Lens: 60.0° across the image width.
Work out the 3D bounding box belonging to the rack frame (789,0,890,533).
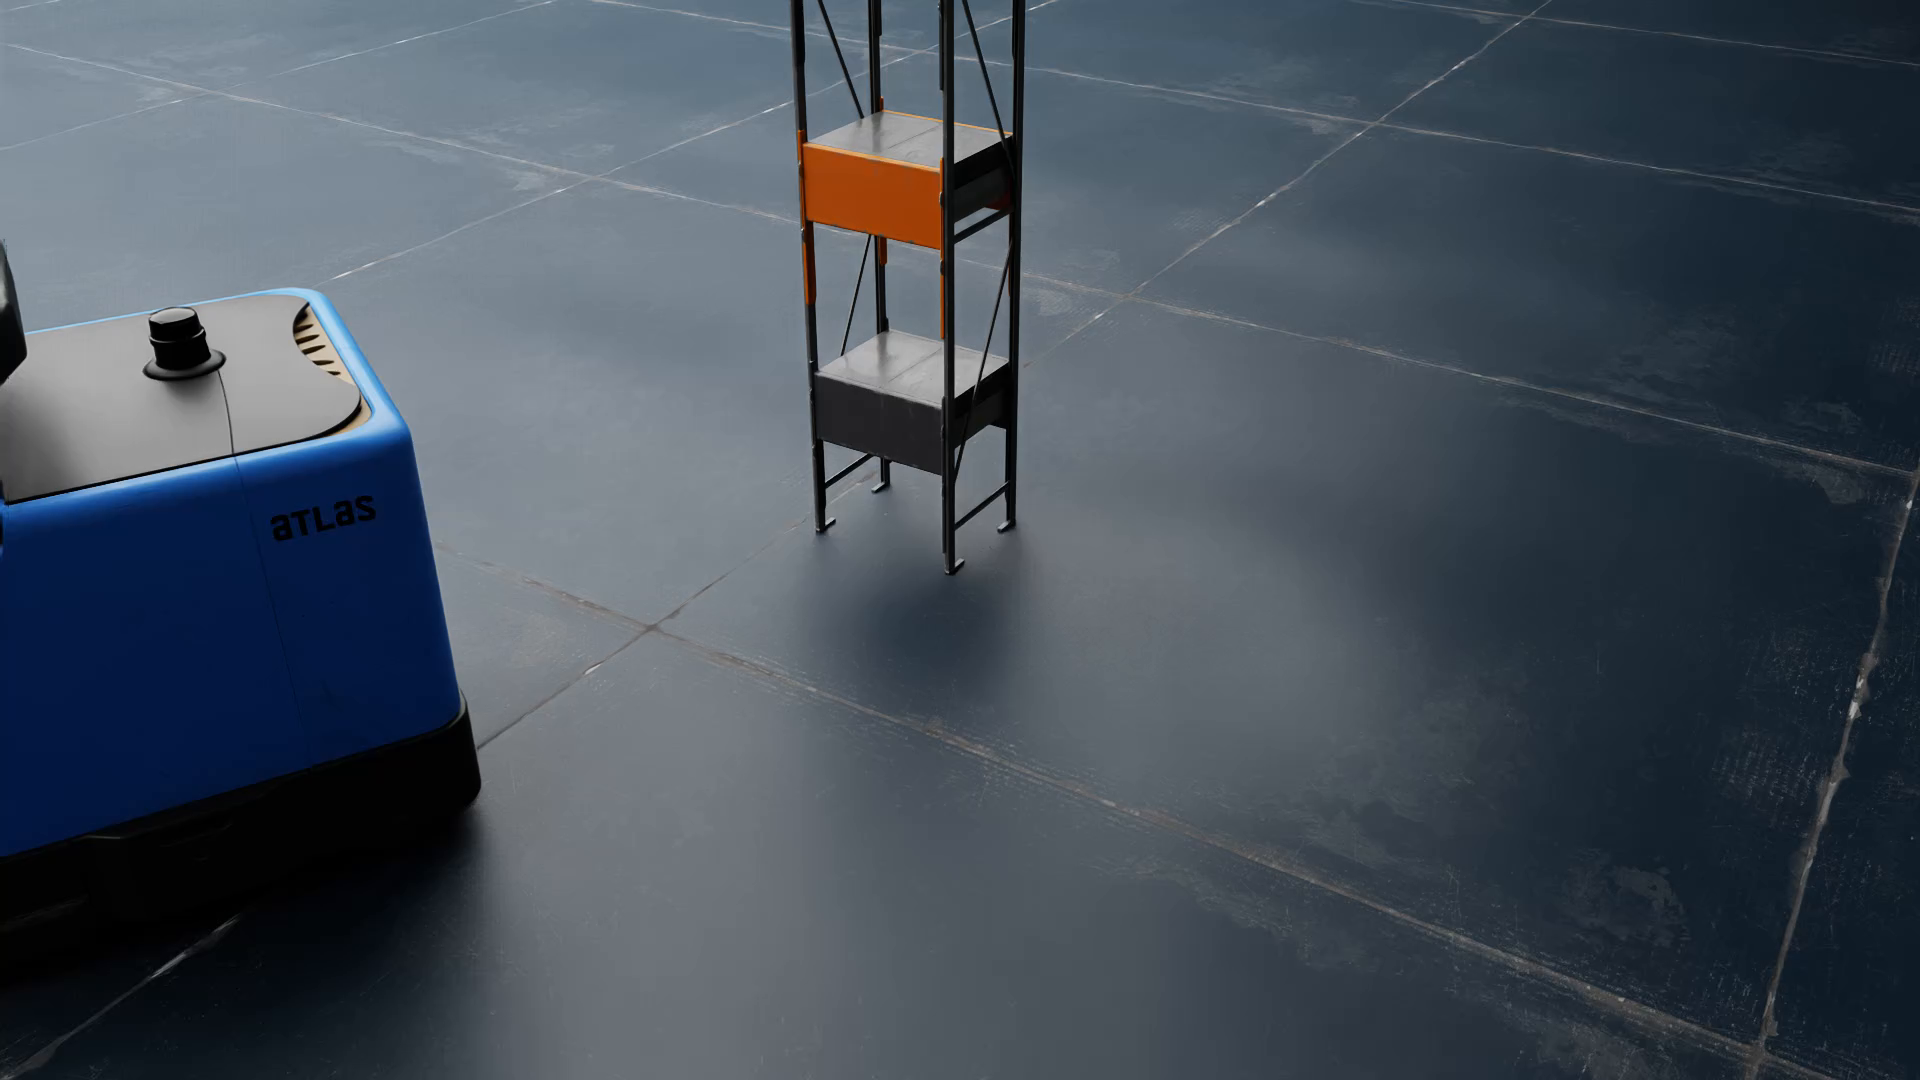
[{"bbox_3d":[-0.347,-1.017,4.909,0.015,2.100,0.400,18,35,27],"label":"rack frame"}]

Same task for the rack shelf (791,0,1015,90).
[{"bbox_3d":[-0.140,-1.544,4.451,0.480,0.518,0.431,18,35,27],"label":"rack shelf"}]

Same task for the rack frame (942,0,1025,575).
[{"bbox_3d":[0.066,-0.886,4.685,0.015,2.100,0.400,18,35,27],"label":"rack frame"}]

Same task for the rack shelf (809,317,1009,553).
[{"bbox_3d":[-0.140,-0.335,5.157,0.480,0.518,0.431,18,35,27],"label":"rack shelf"}]

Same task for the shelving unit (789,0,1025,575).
[{"bbox_3d":[-0.140,-0.951,4.797,0.503,2.100,0.431,18,35,27],"label":"shelving unit"}]

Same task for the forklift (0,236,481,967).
[{"bbox_3d":[-2.710,-0.427,3.074,3.031,2.935,1.130,-16,34,-25],"label":"forklift"}]

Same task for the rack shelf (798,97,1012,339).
[{"bbox_3d":[-0.140,-0.940,4.804,0.480,0.518,0.431,18,35,27],"label":"rack shelf"}]
